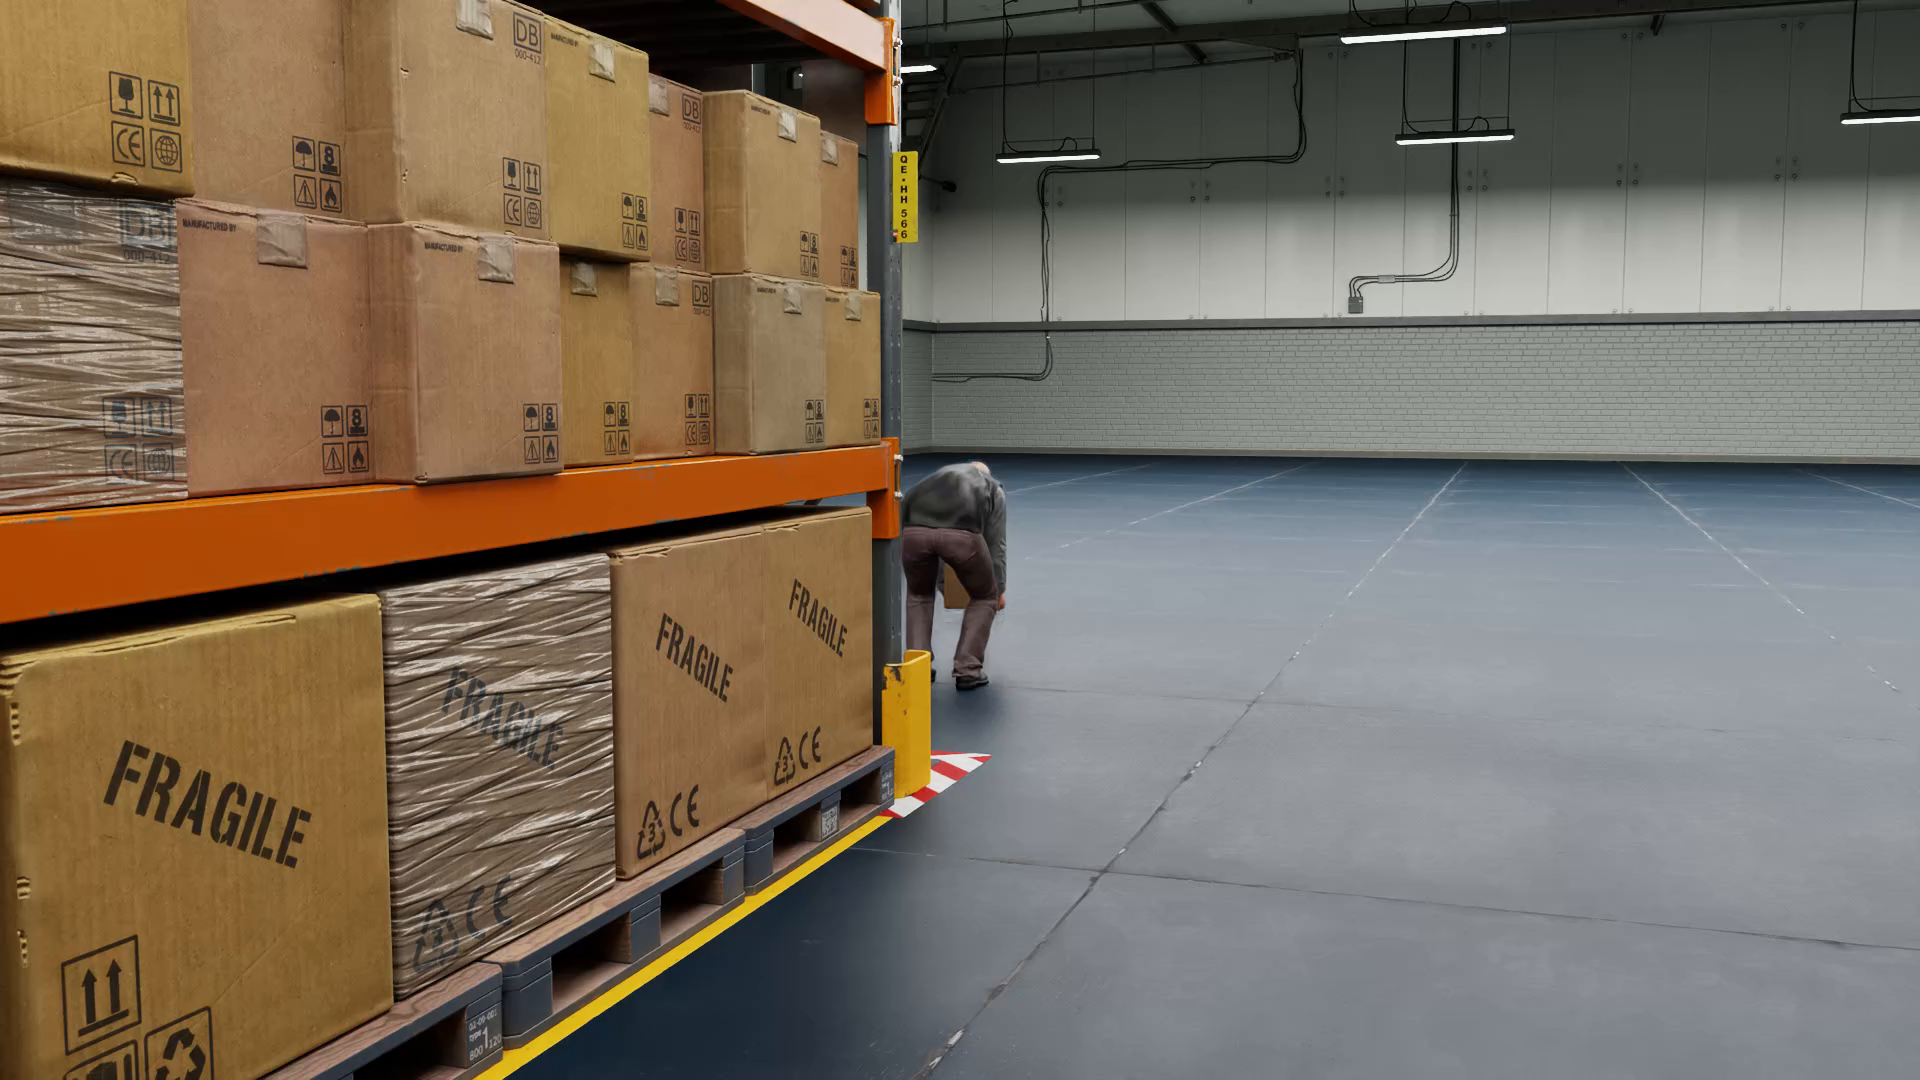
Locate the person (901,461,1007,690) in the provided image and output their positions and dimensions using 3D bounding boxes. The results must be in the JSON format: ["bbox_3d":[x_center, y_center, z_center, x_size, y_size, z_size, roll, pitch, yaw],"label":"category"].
[{"bbox_3d":[-0.018,0.165,8.633,0.492,1.123,0.943,1,5,16],"label":"person"}]
